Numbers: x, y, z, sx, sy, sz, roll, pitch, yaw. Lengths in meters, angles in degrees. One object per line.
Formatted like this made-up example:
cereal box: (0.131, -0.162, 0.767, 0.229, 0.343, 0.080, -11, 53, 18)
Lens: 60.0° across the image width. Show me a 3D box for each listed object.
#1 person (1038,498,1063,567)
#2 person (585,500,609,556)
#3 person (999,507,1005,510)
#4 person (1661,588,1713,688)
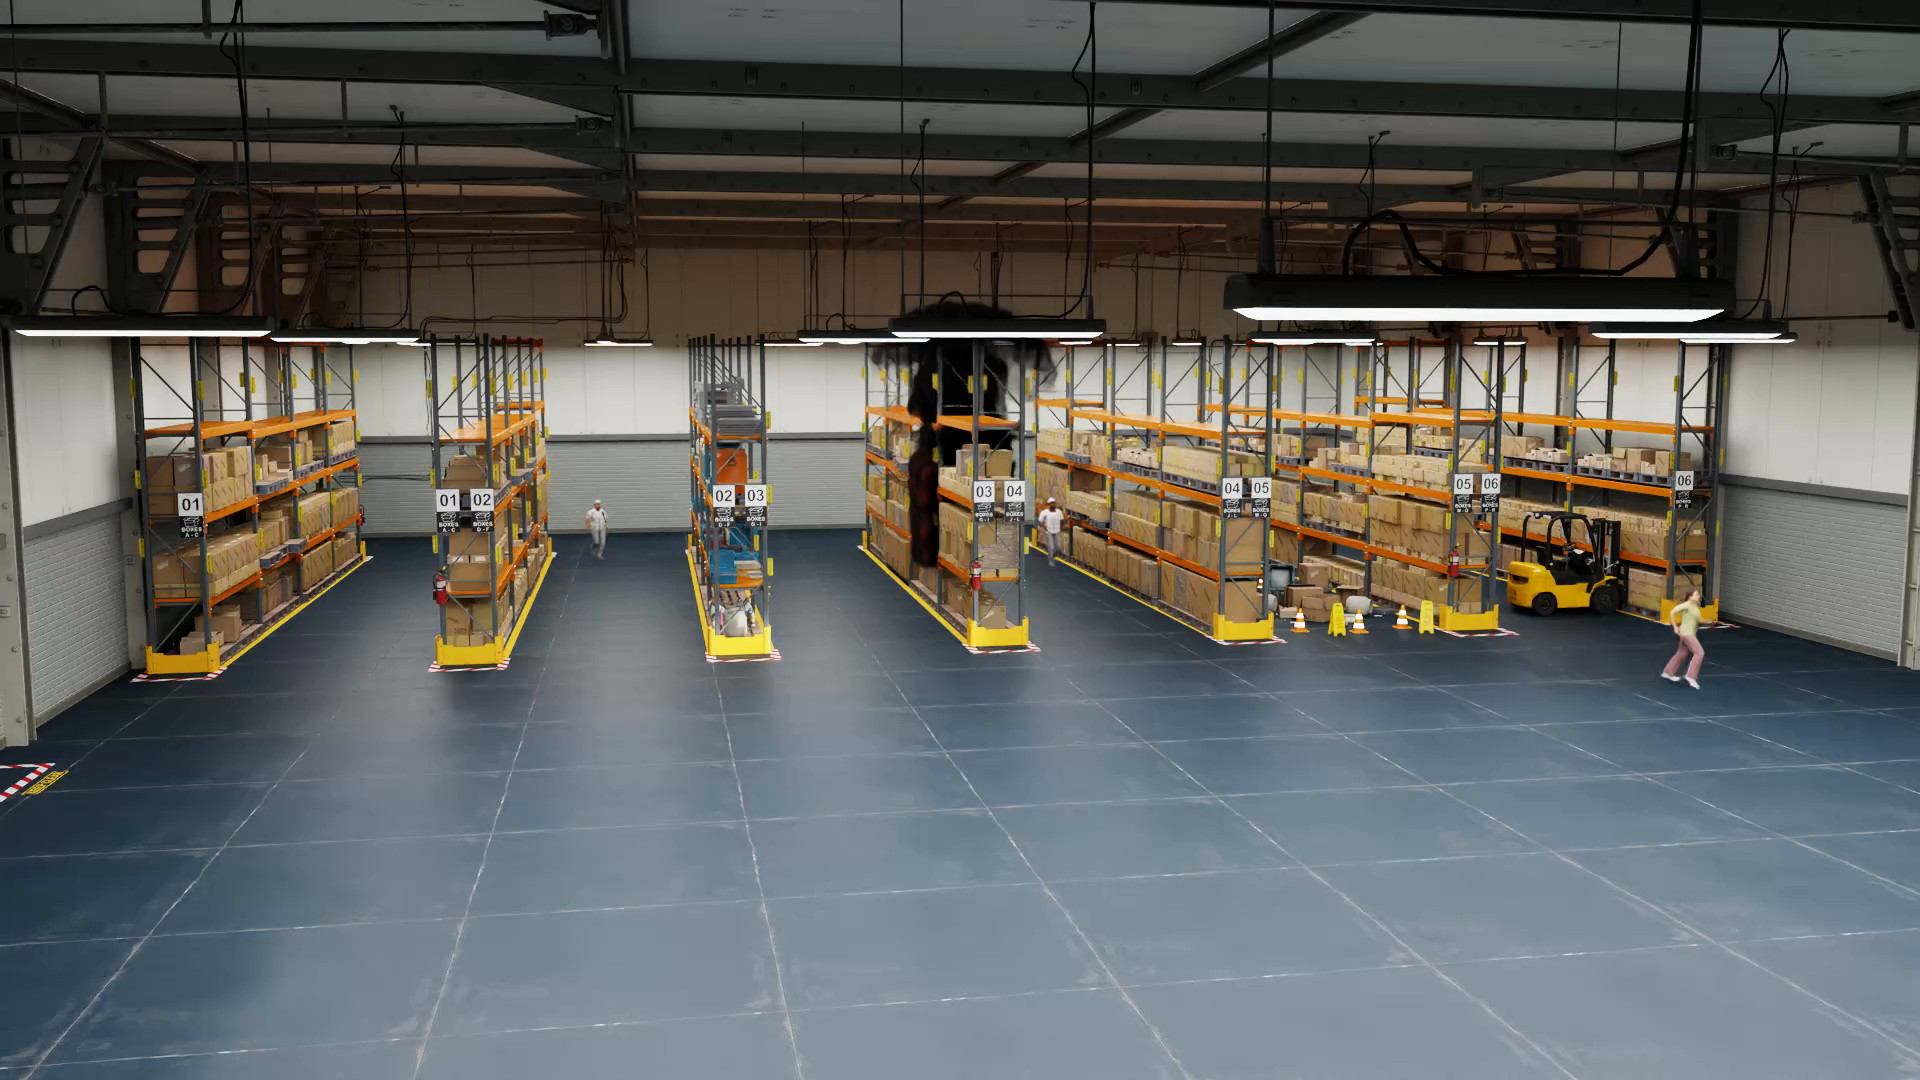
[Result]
person: (2.310, -0.186, 41.597, 0.696, 1.735, 0.558, -2, 7, -16)
person: (-9.877, -0.311, 45.411, 0.616, 1.552, 0.498, -3, 7, -27)
person: (1.068, -0.607, 47.817, 0.689, 1.765, 0.853, 1, 7, 7)
person: (12.390, 1.657, 28.323, 0.801, 1.713, 0.540, 5, 8, 38)
